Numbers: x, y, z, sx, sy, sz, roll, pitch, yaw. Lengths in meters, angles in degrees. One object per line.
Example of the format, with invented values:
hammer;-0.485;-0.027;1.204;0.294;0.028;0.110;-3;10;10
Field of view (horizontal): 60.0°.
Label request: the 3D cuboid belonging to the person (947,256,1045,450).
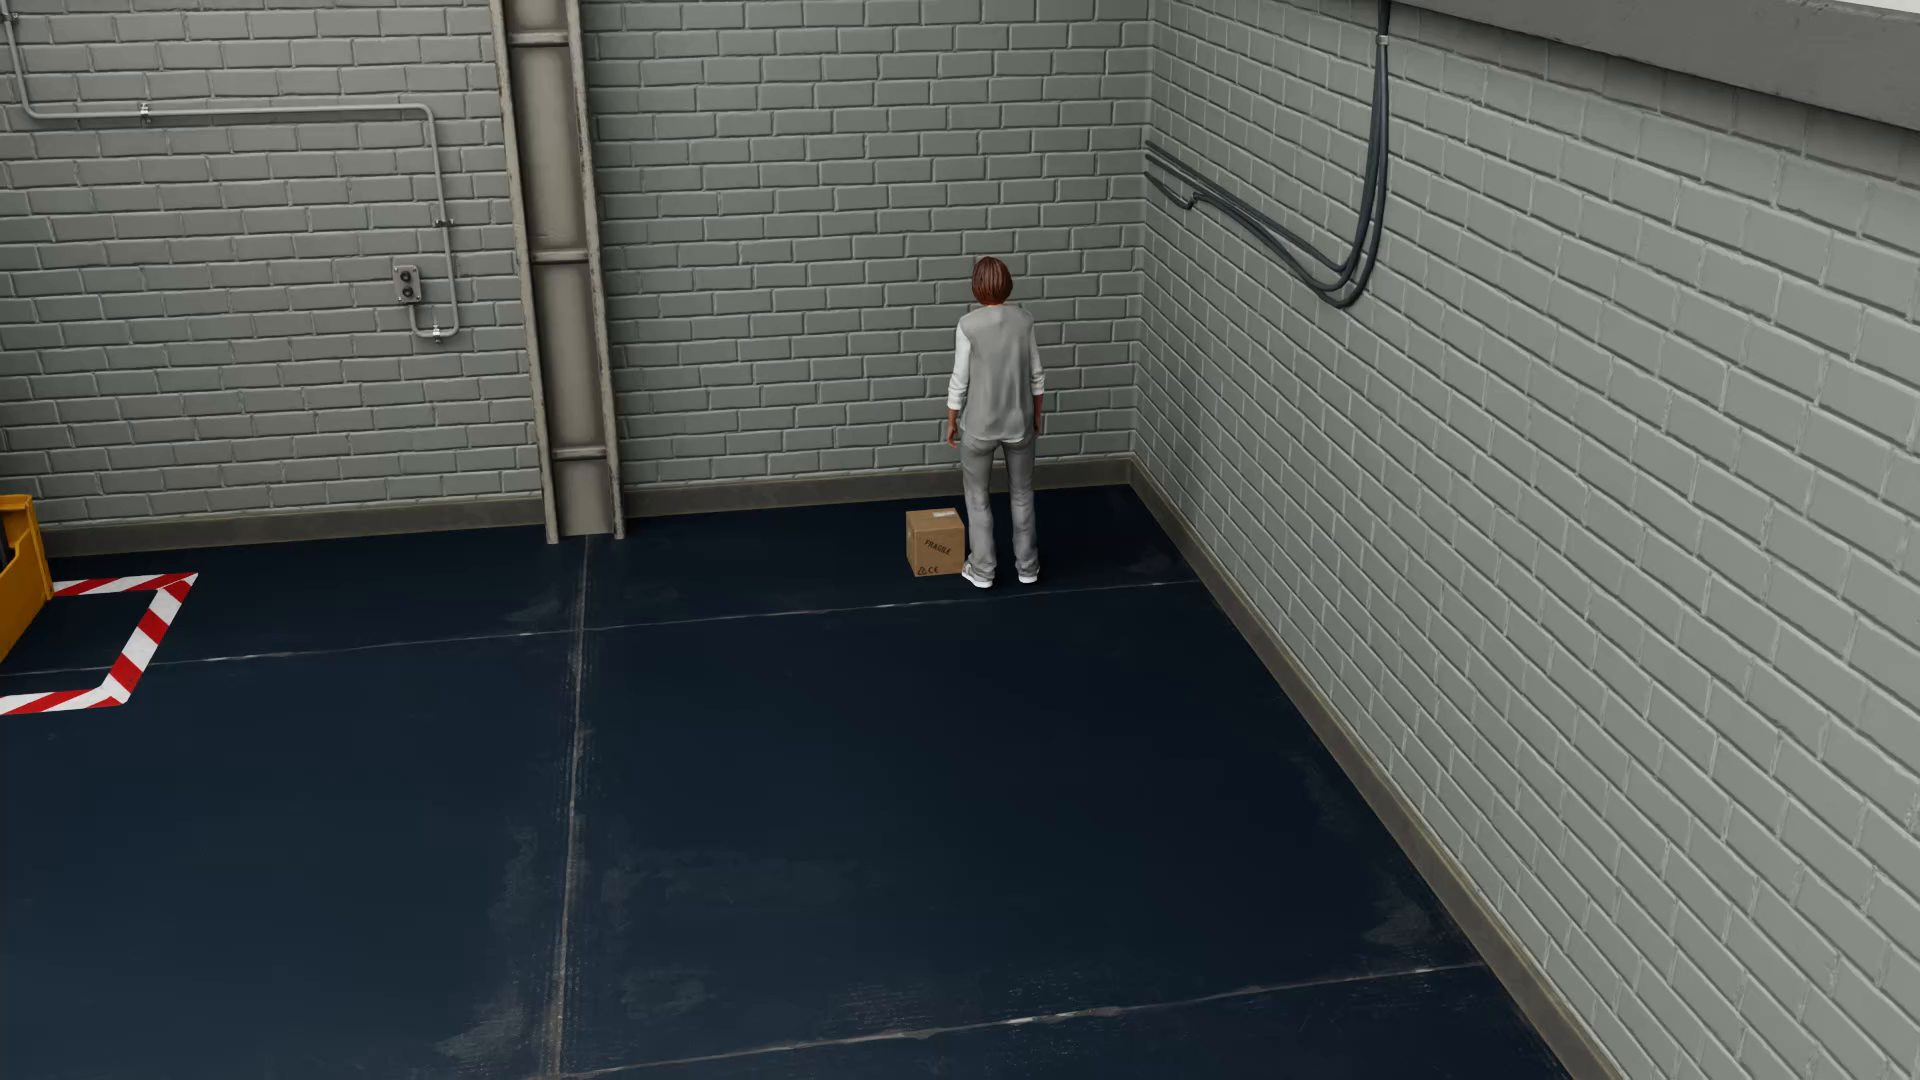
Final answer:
person;0.166;-0.849;7.696;0.467;0.910;0.324;-5;24;-12
